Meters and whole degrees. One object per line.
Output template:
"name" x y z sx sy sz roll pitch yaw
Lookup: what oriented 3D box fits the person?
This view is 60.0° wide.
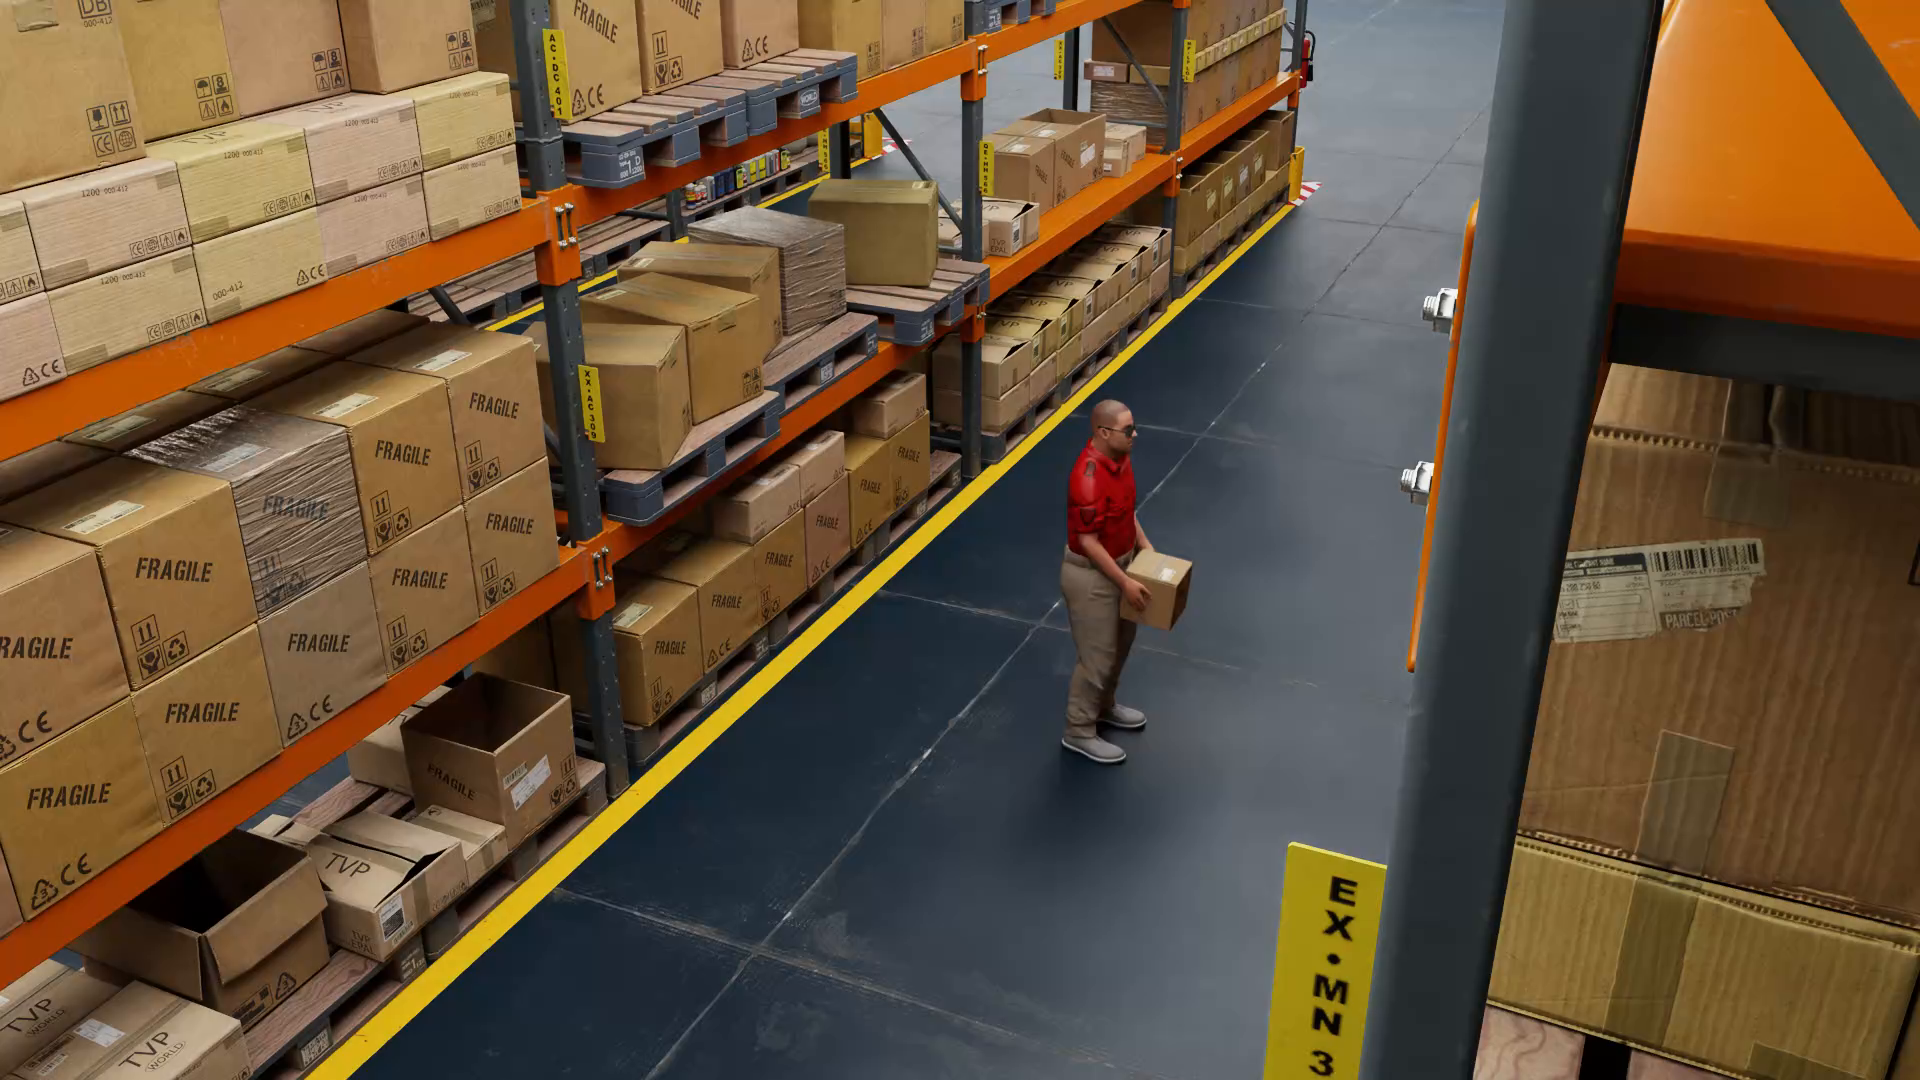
"person" 0.717 0.171 7.768 0.458 1.733 0.533 11 28 21
